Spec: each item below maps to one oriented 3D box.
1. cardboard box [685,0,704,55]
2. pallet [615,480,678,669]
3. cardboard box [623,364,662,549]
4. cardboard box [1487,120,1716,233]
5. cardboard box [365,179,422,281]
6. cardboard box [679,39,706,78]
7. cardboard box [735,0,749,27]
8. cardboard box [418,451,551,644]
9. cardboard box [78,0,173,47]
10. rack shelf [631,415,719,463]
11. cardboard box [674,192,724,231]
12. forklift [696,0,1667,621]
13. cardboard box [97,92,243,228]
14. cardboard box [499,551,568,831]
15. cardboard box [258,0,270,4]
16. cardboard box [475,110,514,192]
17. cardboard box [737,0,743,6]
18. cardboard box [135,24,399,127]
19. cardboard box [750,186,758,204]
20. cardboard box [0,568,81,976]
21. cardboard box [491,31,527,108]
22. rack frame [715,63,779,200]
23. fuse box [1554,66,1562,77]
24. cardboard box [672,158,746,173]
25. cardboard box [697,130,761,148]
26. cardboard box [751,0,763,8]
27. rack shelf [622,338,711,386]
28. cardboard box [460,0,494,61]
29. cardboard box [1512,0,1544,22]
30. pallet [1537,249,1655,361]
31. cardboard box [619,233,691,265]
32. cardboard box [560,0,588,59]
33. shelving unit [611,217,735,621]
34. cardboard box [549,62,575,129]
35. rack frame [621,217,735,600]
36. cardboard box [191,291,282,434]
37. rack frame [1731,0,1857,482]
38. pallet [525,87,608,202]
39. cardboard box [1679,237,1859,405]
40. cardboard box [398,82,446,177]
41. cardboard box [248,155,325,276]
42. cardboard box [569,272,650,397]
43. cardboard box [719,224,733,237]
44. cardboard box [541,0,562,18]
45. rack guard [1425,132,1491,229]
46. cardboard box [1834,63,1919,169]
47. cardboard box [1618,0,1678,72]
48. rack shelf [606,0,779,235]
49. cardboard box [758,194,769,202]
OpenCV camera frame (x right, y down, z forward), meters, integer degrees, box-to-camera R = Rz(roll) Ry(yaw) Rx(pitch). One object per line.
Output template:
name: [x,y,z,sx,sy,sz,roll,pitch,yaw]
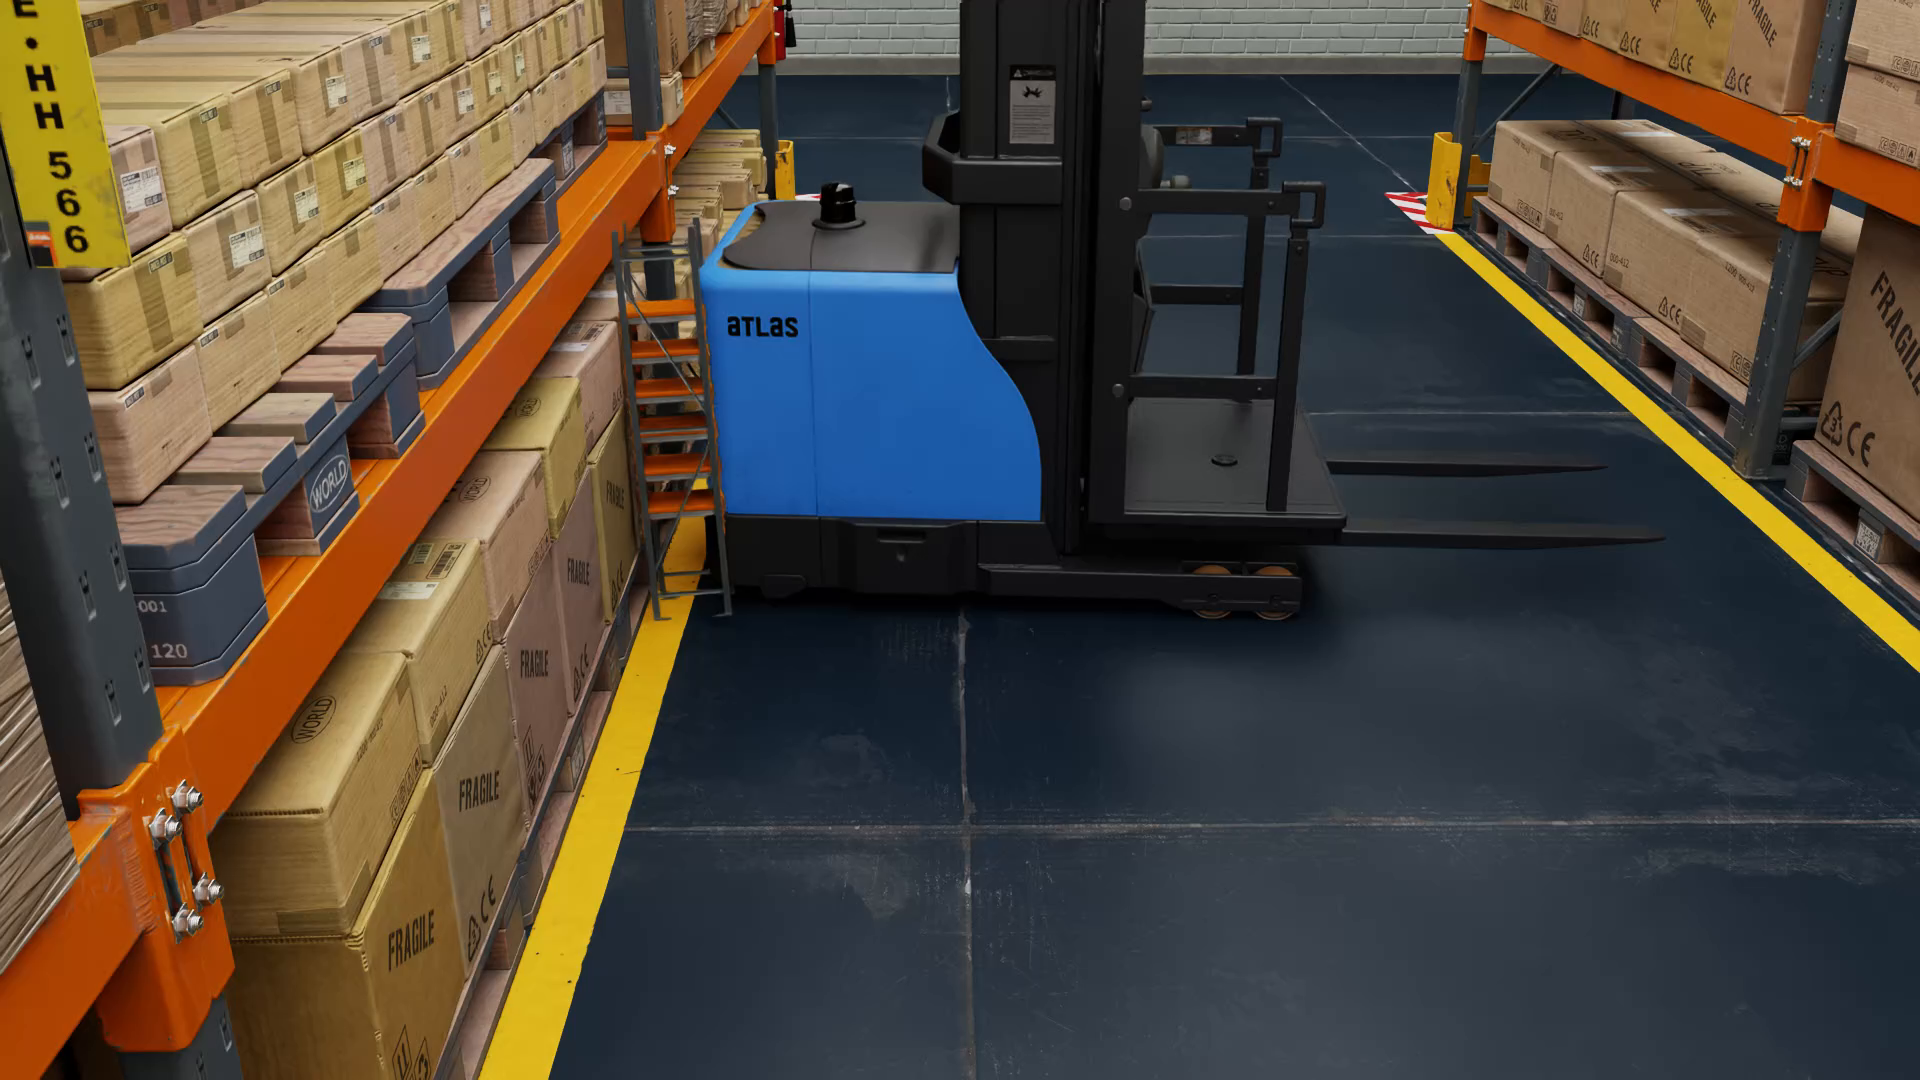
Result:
cardboard box: [-1.274,-2.138,6.356,0.500,0.500,0.500,0,24,-1]
pallet: [-1.498,0.043,5.399,1.003,0.211,1.213,0,24,-1]
cardboard box: [-1.248,-0.297,5.290,0.500,0.500,0.500,-1,24,-2]
cardboard box: [3.504,-2.013,9.160,0.875,0.438,0.875,-1,24,-2]
cardboard box: [-1.283,-0.605,3.242,0.380,0.149,0.250,1,24,1]
cardboard box: [-1.251,-1.984,6.802,0.380,0.149,0.250,0,24,0]
cardboard box: [-1.256,-2.638,8.248,0.380,0.149,0.250,0,24,1]
cardboard box: [-1.228,0.008,3.707,0.500,0.250,0.500,0,24,0]
cardboard box: [-1.942,-1.088,3.589,0.380,0.149,0.250,0,24,1]
rack shelf: [-0.858,-0.312,5.057,0.258,0.103,0.180,-4,19,-3]
cardboard box: [-1.296,-1.499,7.652,0.380,0.149,0.250,0,24,0]
forklift: [0.728,-1.310,5.089,3.031,2.935,1.130,1,24,3]
cardboard box: [-1.281,-0.550,2.399,0.380,0.149,0.250,-1,24,-2]
cardboard box: [-1.236,0.336,3.890,0.500,0.500,0.500,-1,24,-2]
cardboard box: [-1.954,-1.408,4.297,0.380,0.149,0.250,-1,24,-1]
cardboard box: [-1.288,-0.926,3.952,0.380,0.149,0.250,1,24,2]
cardboard box: [-1.274,-2.772,7.758,0.500,0.500,0.500,0,24,0]
cardboard box: [-1.286,-0.872,3.111,0.380,0.149,0.250,1,24,2]
cardboard box: [-1.253,-1.794,8.666,0.380,0.149,0.250,-1,24,-3]
cardboard box: [-1.191,0.239,1.461,0.500,0.500,0.500,0,24,-1]
cardboard box: [-1.293,-1.167,4.124,0.380,0.149,0.250,-1,24,-3]
rack frame: [-1.551,-3.197,9.178,1.000,3.000,0.127,0,24,-1]
fuse box: [5.414,-4.946,14.610,0.539,1.711,0.414,0,24,-1]
cardboard box: [-1.278,-1.826,8.375,0.380,0.149,0.250,-1,24,-3]
cardboard box: [-1.292,-2.143,9.076,0.380,0.149,0.250,0,24,0]
cardboard box: [-1.265,-2.949,8.935,0.380,0.149,0.250,0,24,0]
rack shelf: [-0.869,-0.539,4.979,0.258,0.103,0.180,-4,19,-3]
cardboard box: [-1.295,-1.195,3.825,0.380,0.149,0.250,-1,24,-3]
cardboard box: [3.149,-2.899,8.398,0.500,0.500,0.500,-1,24,-1]
pallet: [3.495,-1.159,8.057,1.003,0.211,1.213,0,24,-1]
cardboard box: [-1.326,-1.180,6.946,0.380,0.149,0.250,-1,24,-2]
cardboard box: [-1.302,-1.489,4.837,0.380,0.149,0.250,0,24,0]
shelving unit: [-0.860,-0.354,5.043,0.258,1.200,0.189,-4,19,-3]
cardboard box: [-1.301,-1.253,4.675,0.380,0.149,0.250,0,24,-1]
rack frame: [-0.867,-0.384,5.129,0.240,1.200,0.006,-4,19,-3]
cardboard box: [-1.270,-0.273,2.508,0.380,0.149,0.250,1,24,2]
rack frame: [3.441,-1.612,5.675,1.000,3.000,0.127,0,24,-1]
pallet: [-1.645,-1.145,4.875,1.003,0.211,1.213,0,24,-1]
cardboard box: [3.541,-0.895,6.689,0.875,0.438,0.875,-1,24,-1]
cardboard box: [-1.284,-0.843,3.409,0.380,0.149,0.250,0,24,-1]
cardboard box: [-1.280,-0.534,2.725,0.380,0.149,0.250,-1,24,-2]
cardboard box: [-1.247,-0.637,5.131,0.500,0.250,0.500,-1,24,-2]
cardboard box: [-1.219,-1.362,7.710,0.380,0.149,0.250,0,24,0]
cardboard box: [-1.304,-1.515,4.532,0.380,0.149,0.250,-1,24,-2]
rack guard: [3.397,-2.131,9.856,1.175,0.500,0.348,0,24,-1]
cardboard box: [3.182,-1.361,5.302,0.500,0.250,0.500,-1,24,-2]
cardboard box: [3.149,-2.267,7.001,0.500,0.500,0.500,-1,24,-1]
rack shelf: [-1.530,-2.045,7.504,1.077,0.370,4.000,0,24,-1]
cardboard box: [-1.233,-1.767,8.968,0.380,0.149,0.250,0,24,1]
